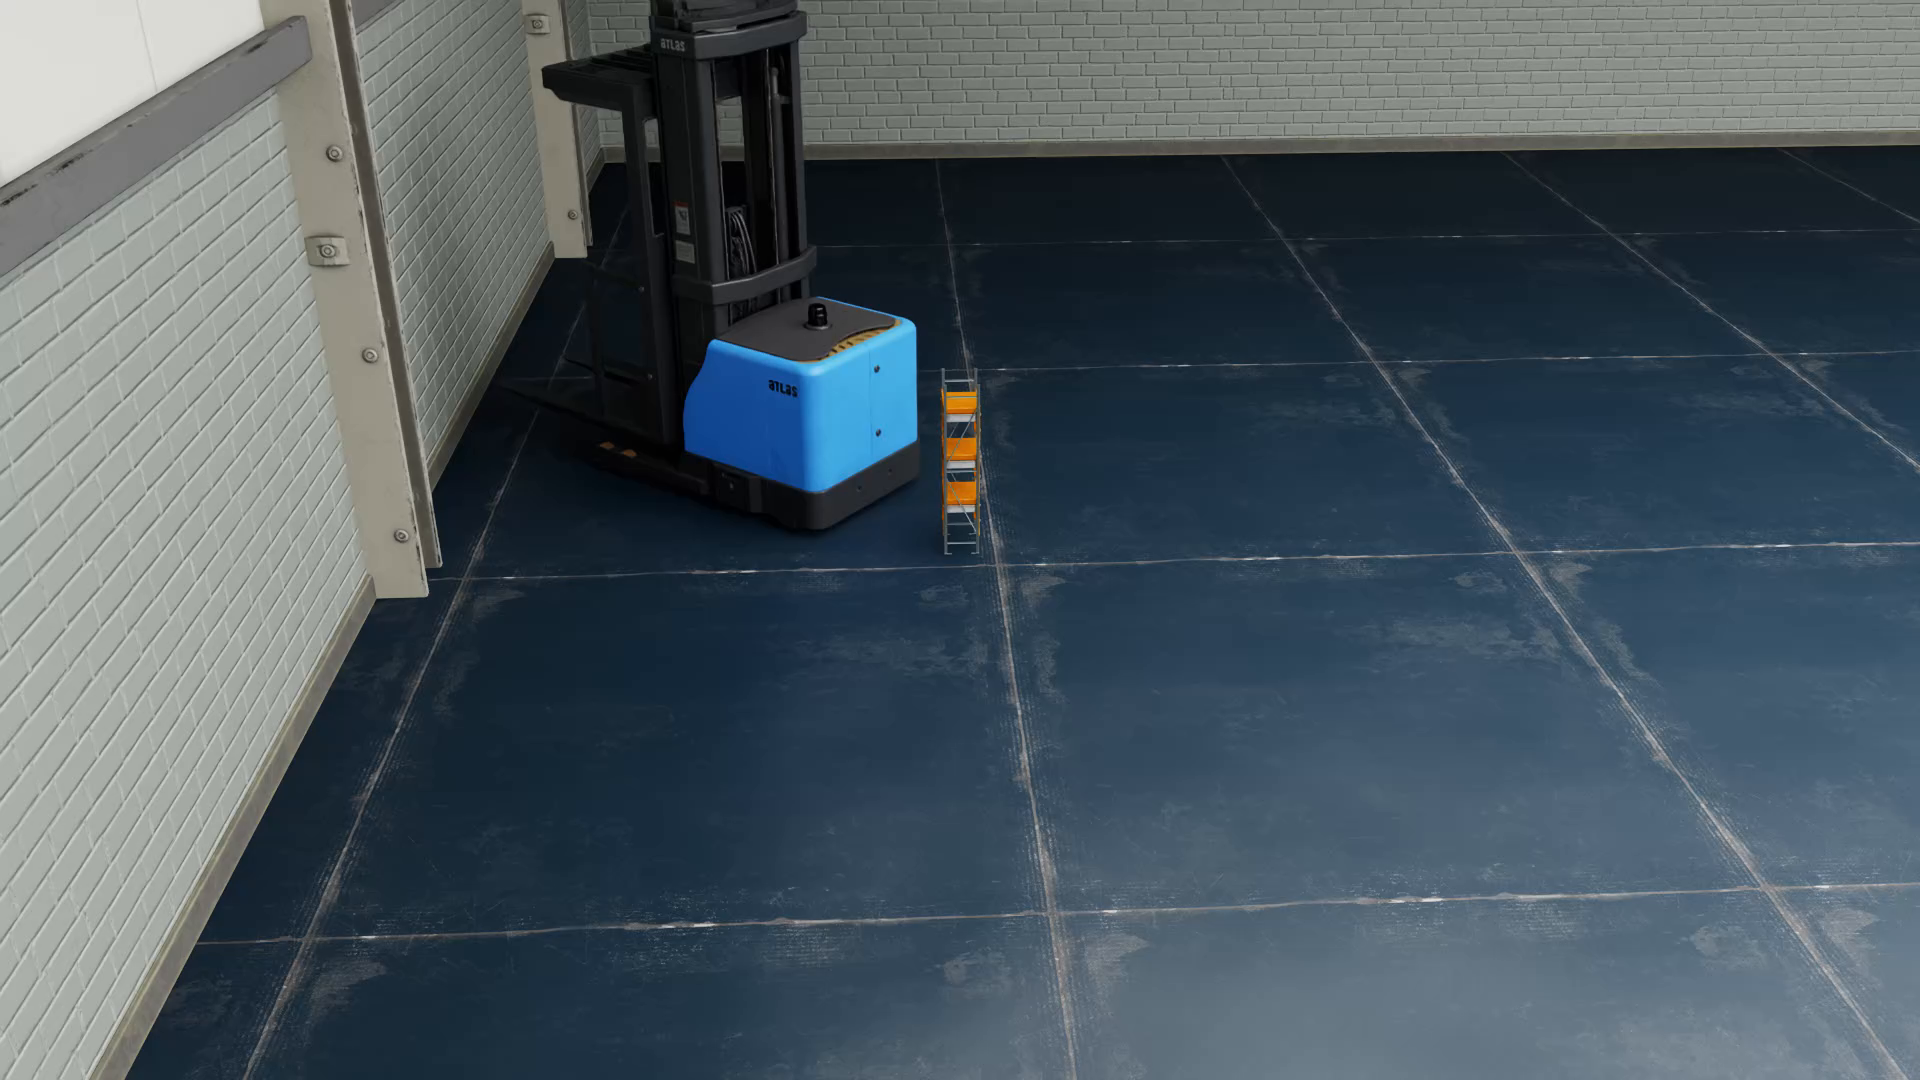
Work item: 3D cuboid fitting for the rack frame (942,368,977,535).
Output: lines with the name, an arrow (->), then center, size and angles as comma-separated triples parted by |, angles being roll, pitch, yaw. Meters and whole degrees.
rack frame -> -0.004, -0.497, 9.568 | 0.200, 1.050, 0.008 | -1, 28, -3

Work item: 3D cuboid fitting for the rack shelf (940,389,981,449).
rack shelf -> 0.003, -0.683, 9.334 | 0.215, 0.259, 0.240 | -1, 28, -3

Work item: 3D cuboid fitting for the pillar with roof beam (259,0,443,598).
pillar with roof beam -> 1.201, -3.868, 7.436 | 9.100, 9.000, 0.400 | -1, 28, -3

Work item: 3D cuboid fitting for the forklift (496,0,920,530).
forklift -> -1.739, -1.882, 10.189 | 3.031, 2.935, 1.130 | 19, 33, 31

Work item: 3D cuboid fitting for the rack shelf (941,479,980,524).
rack shelf -> 0.003, -0.185, 9.593 | 0.215, 0.259, 0.240 | -1, 28, -3

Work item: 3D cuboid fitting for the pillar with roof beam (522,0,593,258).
pillar with roof beam -> 0.887, -6.639, 12.748 | 9.100, 9.000, 0.400 | -1, 28, -3

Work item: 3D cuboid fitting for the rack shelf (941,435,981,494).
rack shelf -> 0.003, -0.431, 9.465 | 0.215, 0.259, 0.240 | -1, 28, -3

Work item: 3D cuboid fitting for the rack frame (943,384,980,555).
rack frame -> 0.009, -0.384, 9.352 | 0.200, 1.050, 0.008 | -1, 28, -3

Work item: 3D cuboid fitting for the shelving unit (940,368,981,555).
shelving unit -> 0.003, -0.441, 9.460 | 0.215, 1.050, 0.252 | -1, 28, -3
